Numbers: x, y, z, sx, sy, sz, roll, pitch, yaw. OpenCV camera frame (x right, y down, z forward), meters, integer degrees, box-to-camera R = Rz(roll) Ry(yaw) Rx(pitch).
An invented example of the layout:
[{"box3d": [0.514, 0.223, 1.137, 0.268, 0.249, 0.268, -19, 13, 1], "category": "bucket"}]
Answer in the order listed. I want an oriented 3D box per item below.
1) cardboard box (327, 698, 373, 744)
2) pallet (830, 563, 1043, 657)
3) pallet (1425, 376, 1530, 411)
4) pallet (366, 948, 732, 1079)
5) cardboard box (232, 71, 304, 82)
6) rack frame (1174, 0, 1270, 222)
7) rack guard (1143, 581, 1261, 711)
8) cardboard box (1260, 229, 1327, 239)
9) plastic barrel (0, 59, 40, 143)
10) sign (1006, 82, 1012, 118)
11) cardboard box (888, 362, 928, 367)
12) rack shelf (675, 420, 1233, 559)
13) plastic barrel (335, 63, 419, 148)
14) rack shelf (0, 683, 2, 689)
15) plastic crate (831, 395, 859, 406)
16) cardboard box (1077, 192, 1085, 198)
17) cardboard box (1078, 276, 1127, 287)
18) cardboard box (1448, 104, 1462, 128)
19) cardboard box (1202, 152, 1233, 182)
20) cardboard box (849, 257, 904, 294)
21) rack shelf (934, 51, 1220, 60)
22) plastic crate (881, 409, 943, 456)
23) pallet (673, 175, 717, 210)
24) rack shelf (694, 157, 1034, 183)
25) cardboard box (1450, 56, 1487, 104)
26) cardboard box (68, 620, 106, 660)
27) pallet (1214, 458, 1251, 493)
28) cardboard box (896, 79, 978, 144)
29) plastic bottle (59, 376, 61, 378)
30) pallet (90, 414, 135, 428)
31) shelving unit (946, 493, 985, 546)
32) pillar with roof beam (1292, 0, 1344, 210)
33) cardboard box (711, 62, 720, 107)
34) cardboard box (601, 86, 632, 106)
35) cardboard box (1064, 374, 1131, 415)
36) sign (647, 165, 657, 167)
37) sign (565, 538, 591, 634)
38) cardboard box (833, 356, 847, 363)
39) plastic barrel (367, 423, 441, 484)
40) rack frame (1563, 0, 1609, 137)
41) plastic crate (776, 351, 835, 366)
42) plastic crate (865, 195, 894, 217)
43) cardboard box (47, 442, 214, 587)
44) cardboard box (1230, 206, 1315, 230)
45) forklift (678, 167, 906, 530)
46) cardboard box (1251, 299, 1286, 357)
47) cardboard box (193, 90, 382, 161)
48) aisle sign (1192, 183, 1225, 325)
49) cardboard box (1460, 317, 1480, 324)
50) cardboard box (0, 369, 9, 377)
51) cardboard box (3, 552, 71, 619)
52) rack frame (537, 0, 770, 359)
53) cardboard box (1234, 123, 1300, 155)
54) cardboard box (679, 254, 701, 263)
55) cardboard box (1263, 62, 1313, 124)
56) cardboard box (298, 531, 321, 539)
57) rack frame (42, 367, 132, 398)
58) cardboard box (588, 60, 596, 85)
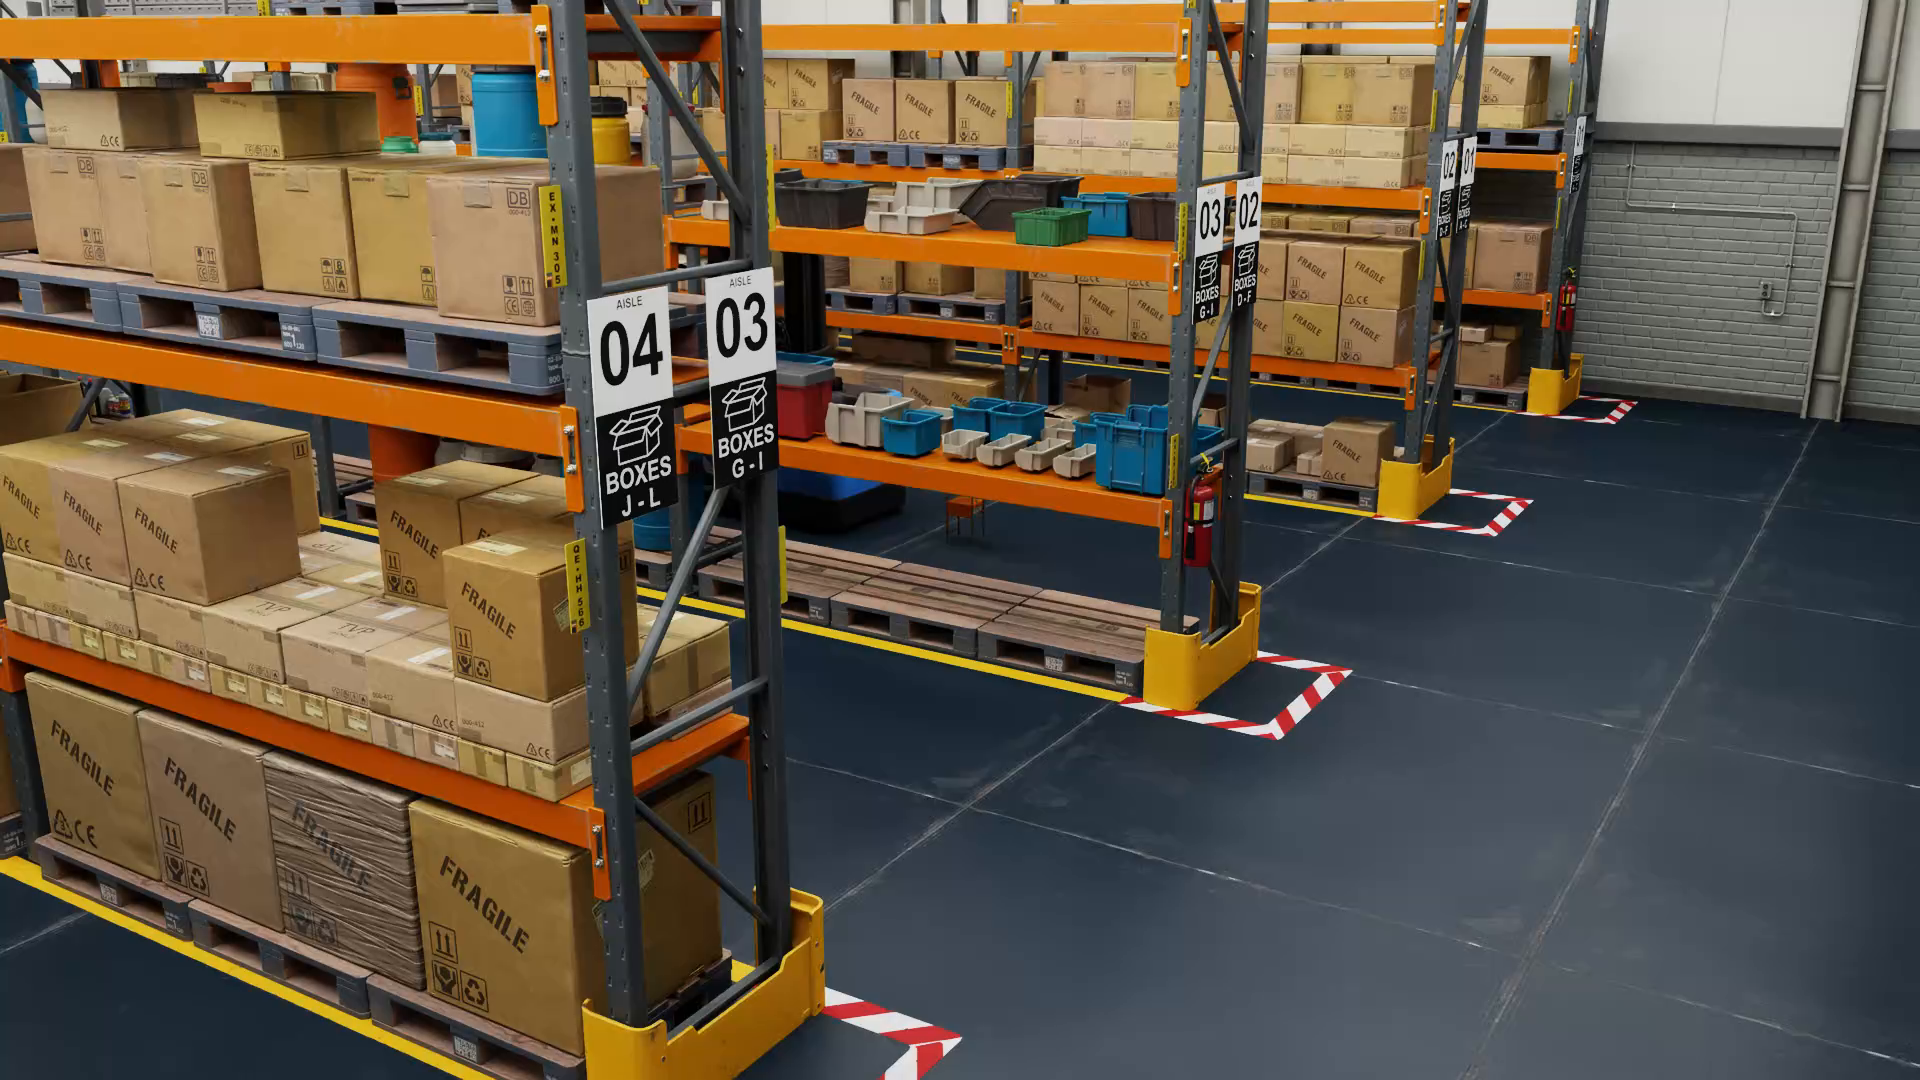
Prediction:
[{"box3d": [-2.379, 0.689, 6.885, 0.250, 0.149, 0.380, 10, 19, 29], "category": "cardboard box"}, {"box3d": [-0.158, 0.483, 11.929, 1.213, 0.211, 1.003, 10, 20, 30], "category": "pallet"}, {"box3d": [6.022, -1.752, 19.286, 1.213, 0.211, 1.003, 10, 20, 30], "category": "pallet"}, {"box3d": [-1.754, 1.928, 7.171, 1.213, 0.211, 1.003, 10, 20, 30], "category": "pallet"}, {"box3d": [-8.991, -5.855, 21.692, 0.637, 0.503, 0.797, 12, 20, 34], "category": "cardboard box"}, {"box3d": [1.560, -3.401, 9.595, 0.127, 3.000, 1.000, 10, 20, 30], "category": "rack frame"}, {"box3d": [1.587, 0.666, 10.829, 0.348, 0.500, 1.175, 10, 20, 30], "category": "rack guard"}, {"box3d": [3.042, -2.571, 15.291, 0.500, 0.500, 0.500, 10, 20, 31], "category": "cardboard box"}, {"box3d": [-9.458, -4.410, 16.492, 0.708, 0.901, 0.600, 10, 20, 30], "category": "plastic barrel"}, {"box3d": [0.460, -4.098, 15.484, 0.005, 0.325, 0.100, 10, 20, 30], "category": "sign"}, {"box3d": [-0.420, -1.670, 17.761, 0.500, 0.500, 0.500, 10, 20, 31], "category": "cardboard box"}, {"box3d": [-0.144, -0.491, 11.573, 4.000, 0.370, 1.077, 10, 20, 30], "category": "rack shelf"}, {"box3d": [-4.775, -3.502, 13.627, 0.708, 0.830, 0.600, 10, 20, 30], "category": "plastic barrel"}, {"box3d": [-6.145, 0.128, 9.538, 4.000, 0.370, 1.077, 10, 20, 30], "category": "rack shelf"}, {"box3d": [-0.754, -0.932, 12.160, 0.590, 0.125, 0.437, 10, 20, 30], "category": "plastic crate"}, {"box3d": [1.504, -4.394, 21.177, 0.500, 0.250, 0.500, 10, 19, 29], "category": "cardboard box"}, {"box3d": [1.441, -2.672, 15.624, 0.500, 0.500, 0.500, 9, 19, 28], "category": "cardboard box"}, {"box3d": [5.538, -4.721, 18.465, 0.500, 0.250, 0.500, 9, 19, 28], "category": "cardboard box"}, {"box3d": [2.309, -3.365, 14.894, 0.500, 0.250, 0.500, 10, 20, 30], "category": "cardboard box"}, {"box3d": [-0.791, -2.867, 17.266, 0.500, 0.500, 0.700, 5, 18, 16], "category": "cardboard box"}, {"box3d": [1.632, -6.232, 20.840, 4.000, 0.370, 1.077, 10, 20, 30], "category": "rack shelf"}, {"box3d": [-0.324, -0.728, 11.302, 0.300, 0.233, 0.416, 10, 20, 30], "category": "plastic crate"}, {"box3d": [-2.568, -2.579, 12.374, 1.003, 0.211, 1.213, 10, 20, 30], "category": "pallet"}, {"box3d": [-0.957, -3.760, 17.177, 4.000, 0.370, 1.077, 10, 20, 30], "category": "rack shelf"}, {"box3d": [5.557, -5.078, 18.349, 0.500, 0.500, 0.500, 11, 20, 32], "category": "cardboard box"}, {"box3d": [-3.914, 0.415, 7.786, 0.250, 0.149, 0.380, 11, 20, 32], "category": "cardboard box"}, {"box3d": [2.375, -0.741, 15.957, 1.213, 0.211, 1.003, 10, 20, 30], "category": "pallet"}, {"box3d": [-0.225, -4.288, 16.609, 0.600, 0.600, 0.600, 10, 19, 29], "category": "cardboard box"}, {"box3d": [-9.659, -1.618, 17.847, 0.185, 0.351, 0.144, 10, 20, 30], "category": "plastic bottle"}, {"box3d": [-9.216, -1.134, 17.252, 1.213, 0.211, 1.003, 10, 20, 30], "category": "pallet"}, {"box3d": [0.046, -0.494, 13.702, 0.252, 1.050, 0.215, 10, 20, 30], "category": "shelving unit"}, {"box3d": [2.132, -5.505, 16.520, 0.400, 9.000, 9.100, 10, 20, 30], "category": "pillar with roof beam"}, {"box3d": [-2.293, -4.867, 17.690, 0.500, 0.500, 0.500, 10, 20, 30], "category": "cardboard box"}, {"box3d": [-4.957, -6.473, 24.662, 0.500, 0.500, 0.500, 9, 19, 28], "category": "cardboard box"}, {"box3d": [1.381, -1.363, 16.752, 0.500, 0.500, 0.500, 10, 20, 30], "category": "cardboard box"}, {"box3d": [-2.138, -2.443, 11.585, 0.005, 0.325, 0.100, 10, 20, 30], "category": "sign"}, {"box3d": [-1.328, 0.161, 5.790, 0.005, 0.325, 0.100, 10, 20, 30], "category": "sign"}, {"box3d": [-1.549, -1.692, 17.835, 0.500, 0.500, 0.500, 10, 19, 29], "category": "cardboard box"}, {"box3d": [-4.831, -0.840, 14.496, 0.708, 0.830, 0.600, 10, 20, 30], "category": "plastic barrel"}, {"box3d": [6.745, -5.855, 17.673, 0.127, 3.000, 1.000, 10, 20, 30], "category": "rack frame"}, {"box3d": [-1.272, -1.174, 12.508, 0.575, 0.384, 0.392, 10, 20, 30], "category": "plastic crate"}, {"box3d": [-0.566, -2.349, 11.746, 0.466, 0.136, 0.293, 10, 20, 30], "category": "plastic crate"}, {"box3d": [-3.751, -0.129, 7.600, 0.500, 0.500, 0.500, 10, 20, 30], "category": "cardboard box"}, {"box3d": [3.790, -3.650, 20.219, 0.700, 0.700, 0.980, 10, 20, 31], "category": "cardboard box"}, {"box3d": [-1.995, -1.793, 14.742, 3.031, 2.935, 1.130, 11, 20, 32], "category": "forklift"}, {"box3d": [2.765, -1.961, 15.003, 0.500, 0.500, 0.500, 10, 20, 30], "category": "cardboard box"}, {"box3d": [-2.748, -1.704, 6.813, 0.500, 0.250, 0.500, 9, 19, 28], "category": "cardboard box"}, {"box3d": [1.468, -1.691, 9.814, 0.004, 0.787, 0.394, 10, 20, 30], "category": "aisle sign"}, {"box3d": [5.875, -2.489, 19.375, 0.250, 0.149, 0.380, 10, 20, 30], "category": "cardboard box"}, {"box3d": [-5.568, -0.643, 8.938, 0.637, 0.503, 0.797, 10, 20, 31], "category": "cardboard box"}, {"box3d": [-4.177, 0.153, 7.961, 0.500, 0.250, 0.500, 10, 19, 29], "category": "cardboard box"}, {"box3d": [-1.032, -2.174, 5.557, 0.127, 3.000, 1.000, 10, 20, 30], "category": "rack frame"}, {"box3d": [2.734, -3.527, 14.570, 0.500, 0.250, 0.500, 10, 20, 30], "category": "cardboard box"}, {"box3d": [-3.322, -3.115, 19.128, 0.500, 0.311, 0.500, 10, 19, 29], "category": "cardboard box"}, {"box3d": [2.845, -3.939, 14.634, 0.500, 0.500, 0.700, 10, 20, 30], "category": "cardboard box"}, {"box3d": [-3.485, 0.097, 8.146, 0.500, 0.250, 0.500, 11, 20, 32], "category": "cardboard box"}, {"box3d": [-8.666, -2.356, 16.476, 0.127, 3.000, 1.000, 10, 20, 30], "category": "rack frame"}, {"box3d": [-5.845, -7.106, 25.027, 0.500, 0.500, 0.500, 11, 20, 32], "category": "cardboard box"}]
